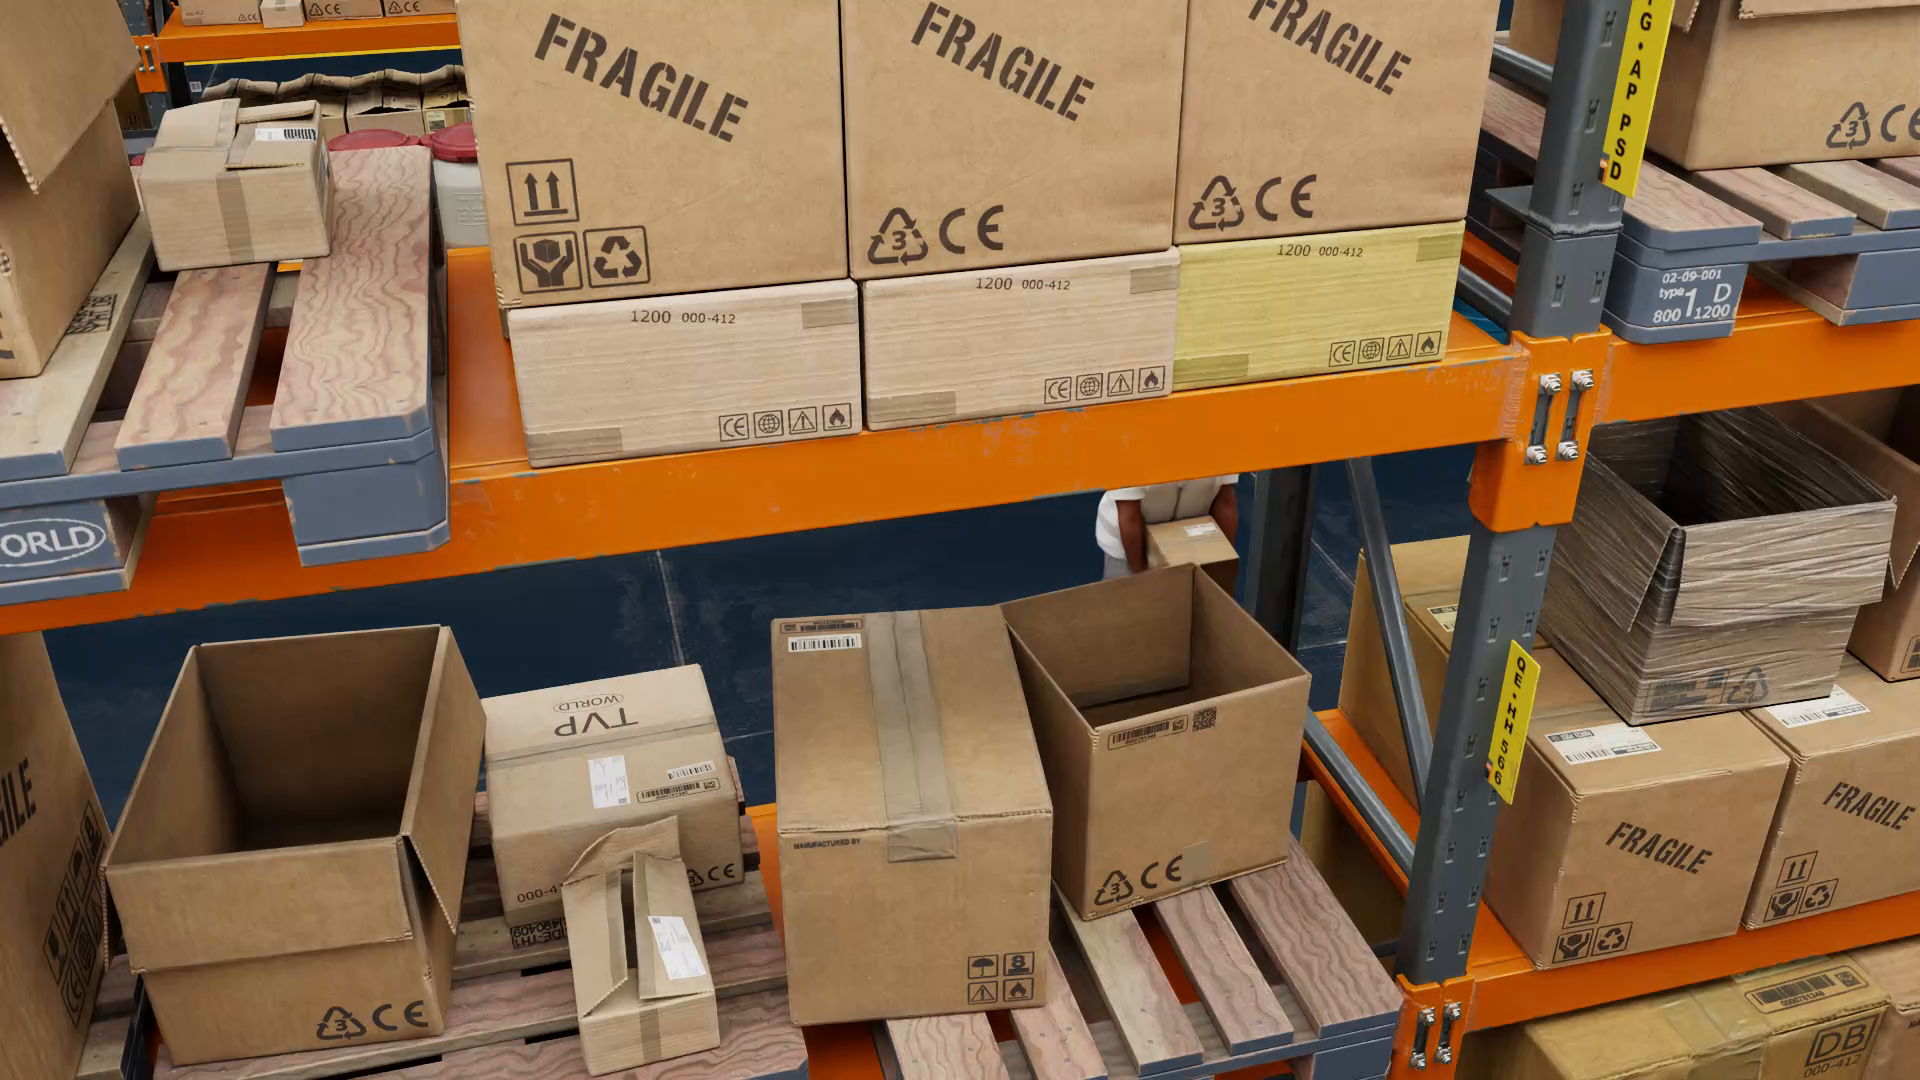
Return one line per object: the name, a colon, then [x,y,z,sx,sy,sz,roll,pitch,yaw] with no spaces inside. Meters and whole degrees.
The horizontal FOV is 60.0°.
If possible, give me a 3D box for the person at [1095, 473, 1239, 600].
person: [0.757,0.072,5.996,0.505,1.750,0.582,-8,31,-14]
